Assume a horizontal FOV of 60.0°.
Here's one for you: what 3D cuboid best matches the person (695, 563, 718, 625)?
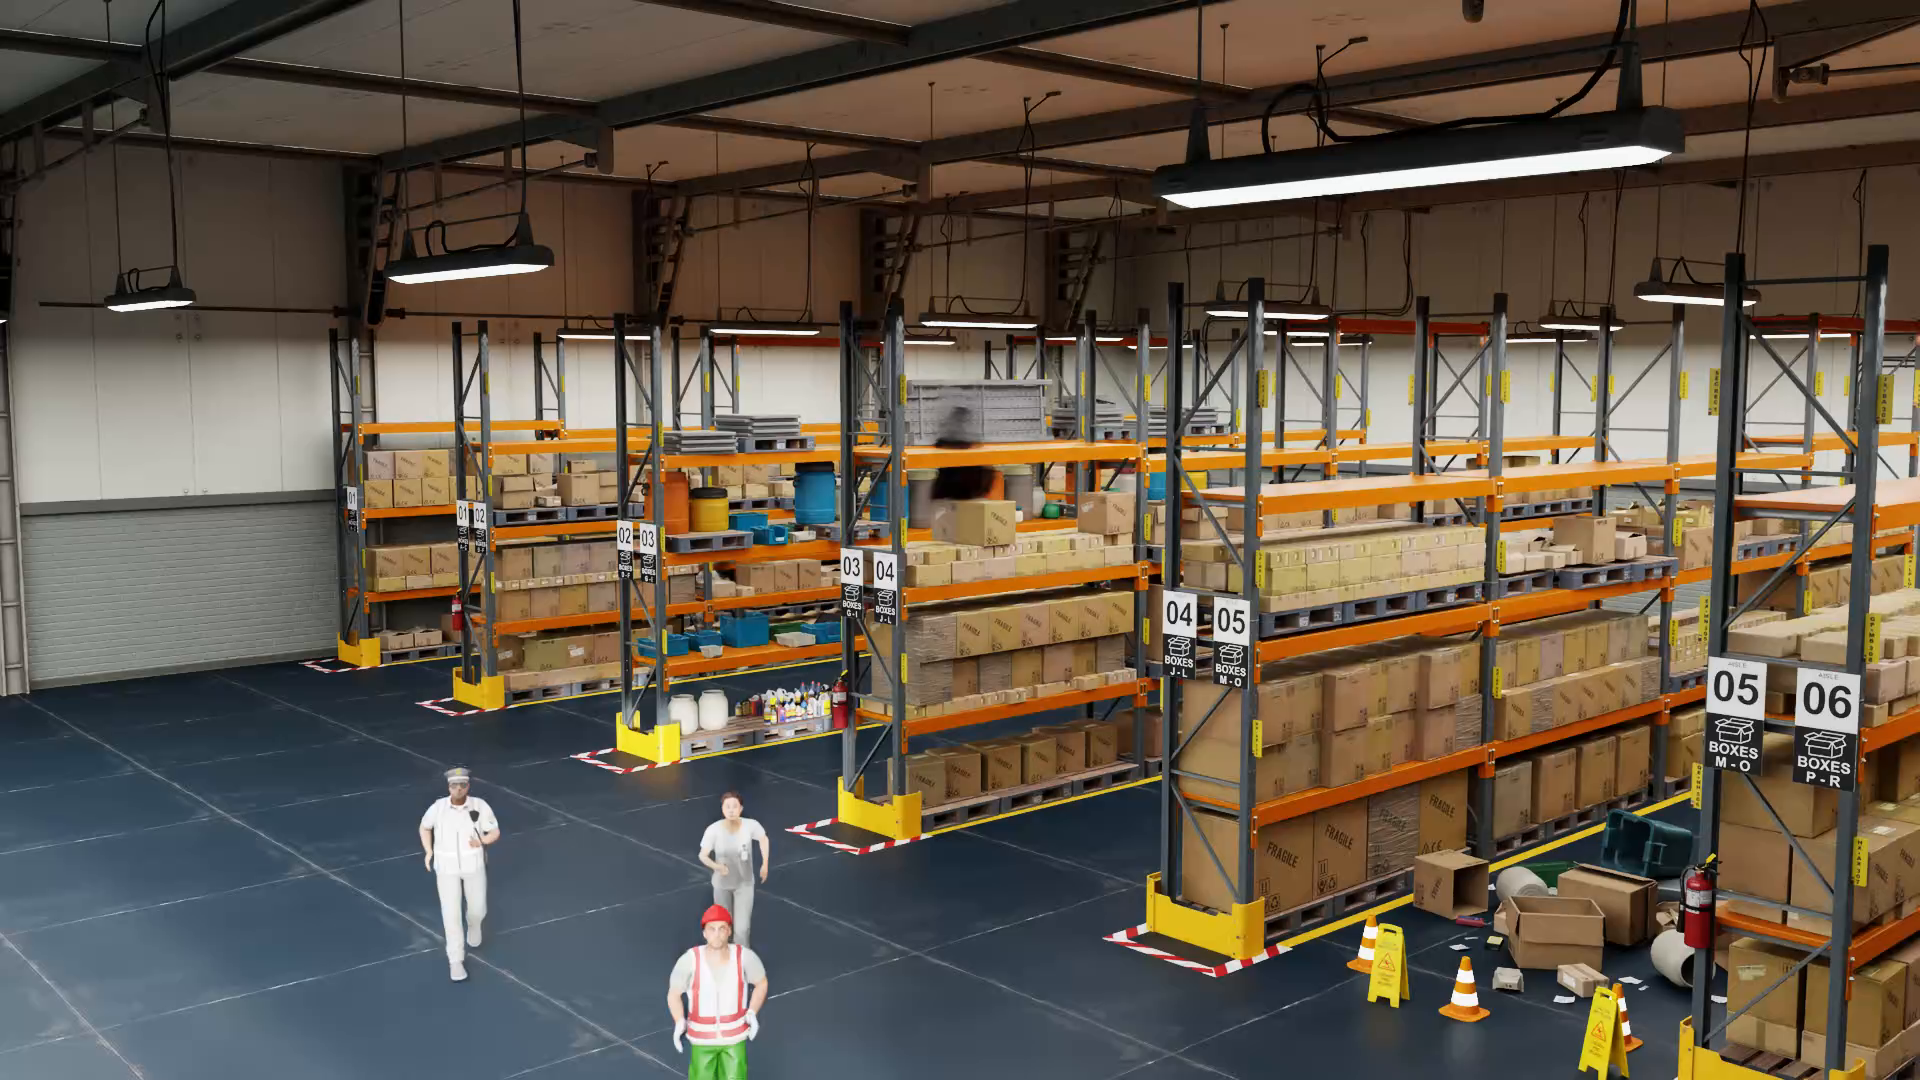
[{"bbox_3d":[-4.853,1.184,31.557,0.689,1.739,0.530,5,8,43],"label":"person"}]

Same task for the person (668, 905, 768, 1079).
[{"bbox_3d":[-1.570,3.231,10.859,0.656,1.749,0.704,-1,6,-11],"label":"person"}]

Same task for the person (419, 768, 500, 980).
[{"bbox_3d":[-4.360,2.843,14.519,0.672,1.755,0.953,-2,6,-18],"label":"person"}]

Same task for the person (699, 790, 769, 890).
[{"bbox_3d":[-1.907,2.946,14.059,0.581,1.712,0.832,-1,6,-6],"label":"person"}]
